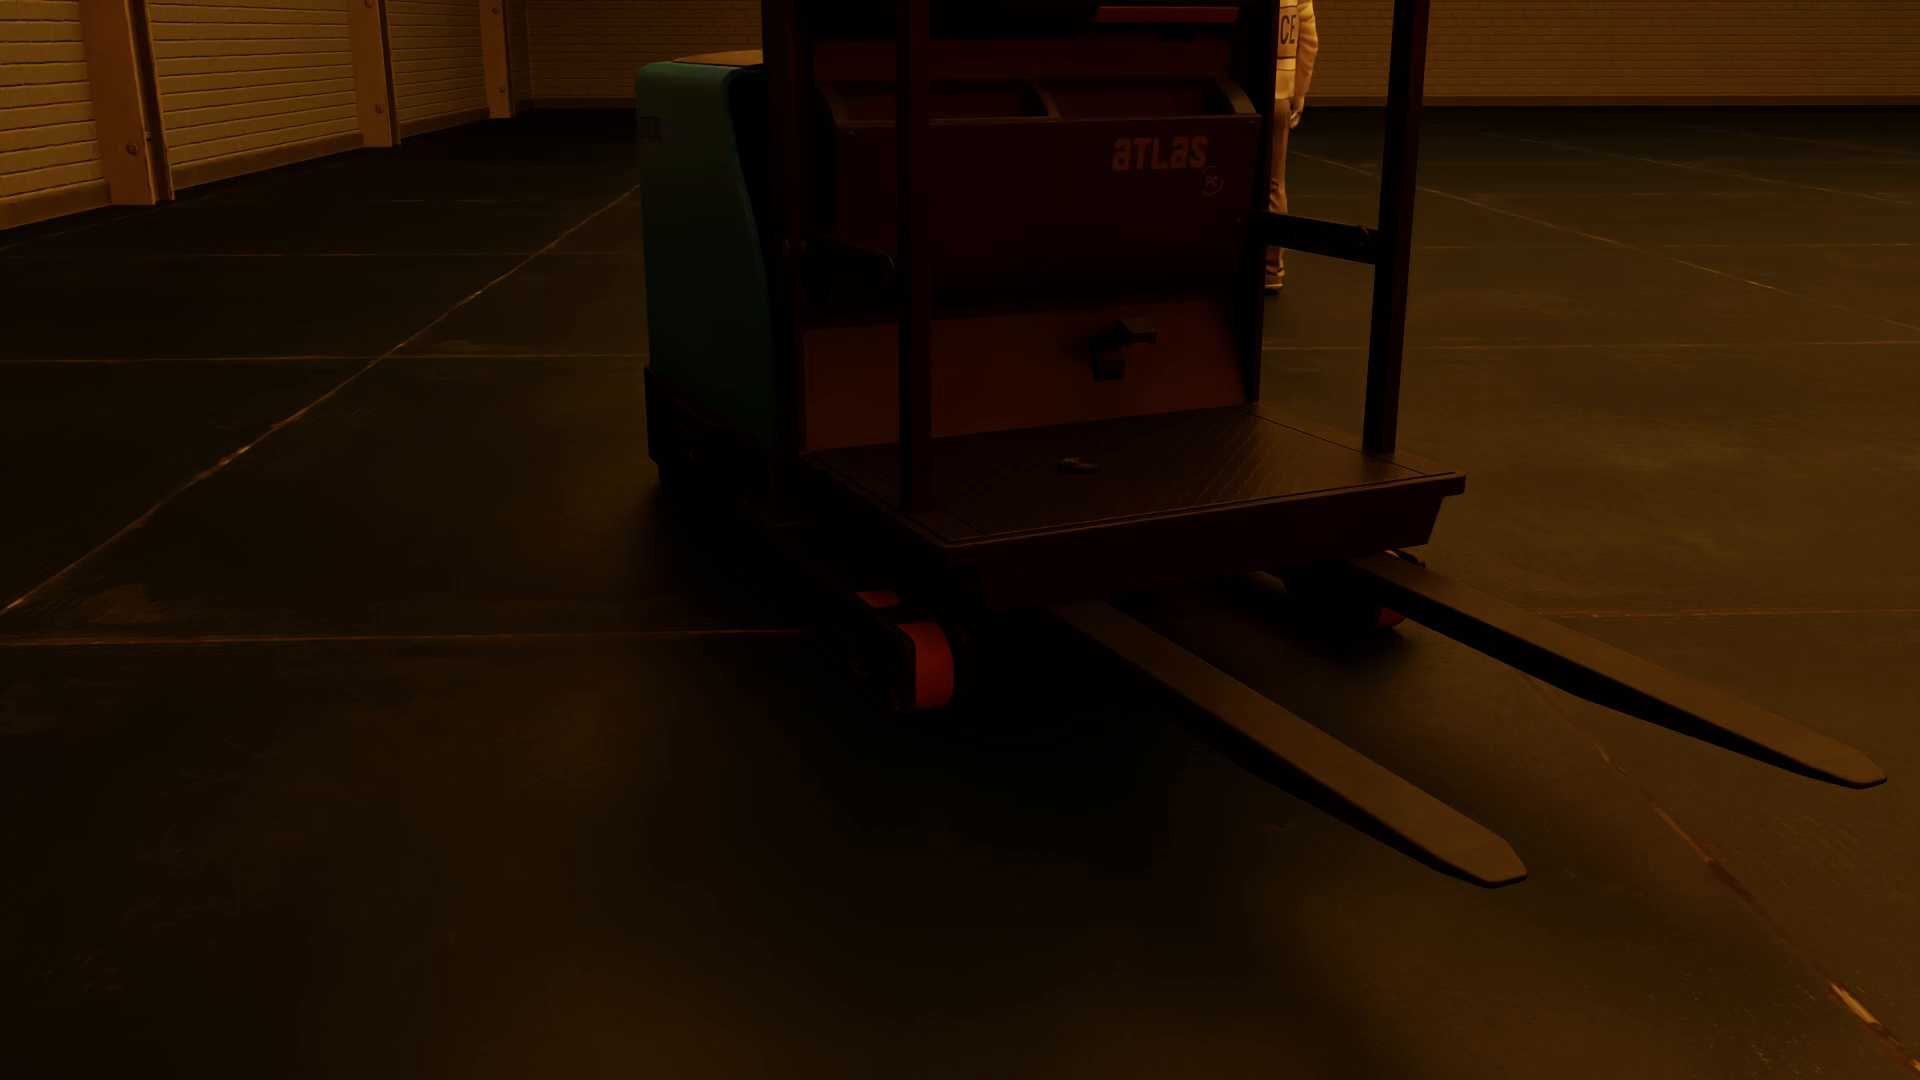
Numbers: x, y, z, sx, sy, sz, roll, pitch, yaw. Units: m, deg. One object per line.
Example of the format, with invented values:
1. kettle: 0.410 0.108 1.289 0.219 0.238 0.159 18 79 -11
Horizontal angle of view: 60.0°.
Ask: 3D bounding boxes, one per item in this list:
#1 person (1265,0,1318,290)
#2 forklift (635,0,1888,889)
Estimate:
1. person: 1.243 -1.918 7.266 0.588 1.694 0.530 -6 18 -18
2. forklift: 0.258 -1.240 2.962 1.130 2.935 3.031 -8 19 -24
